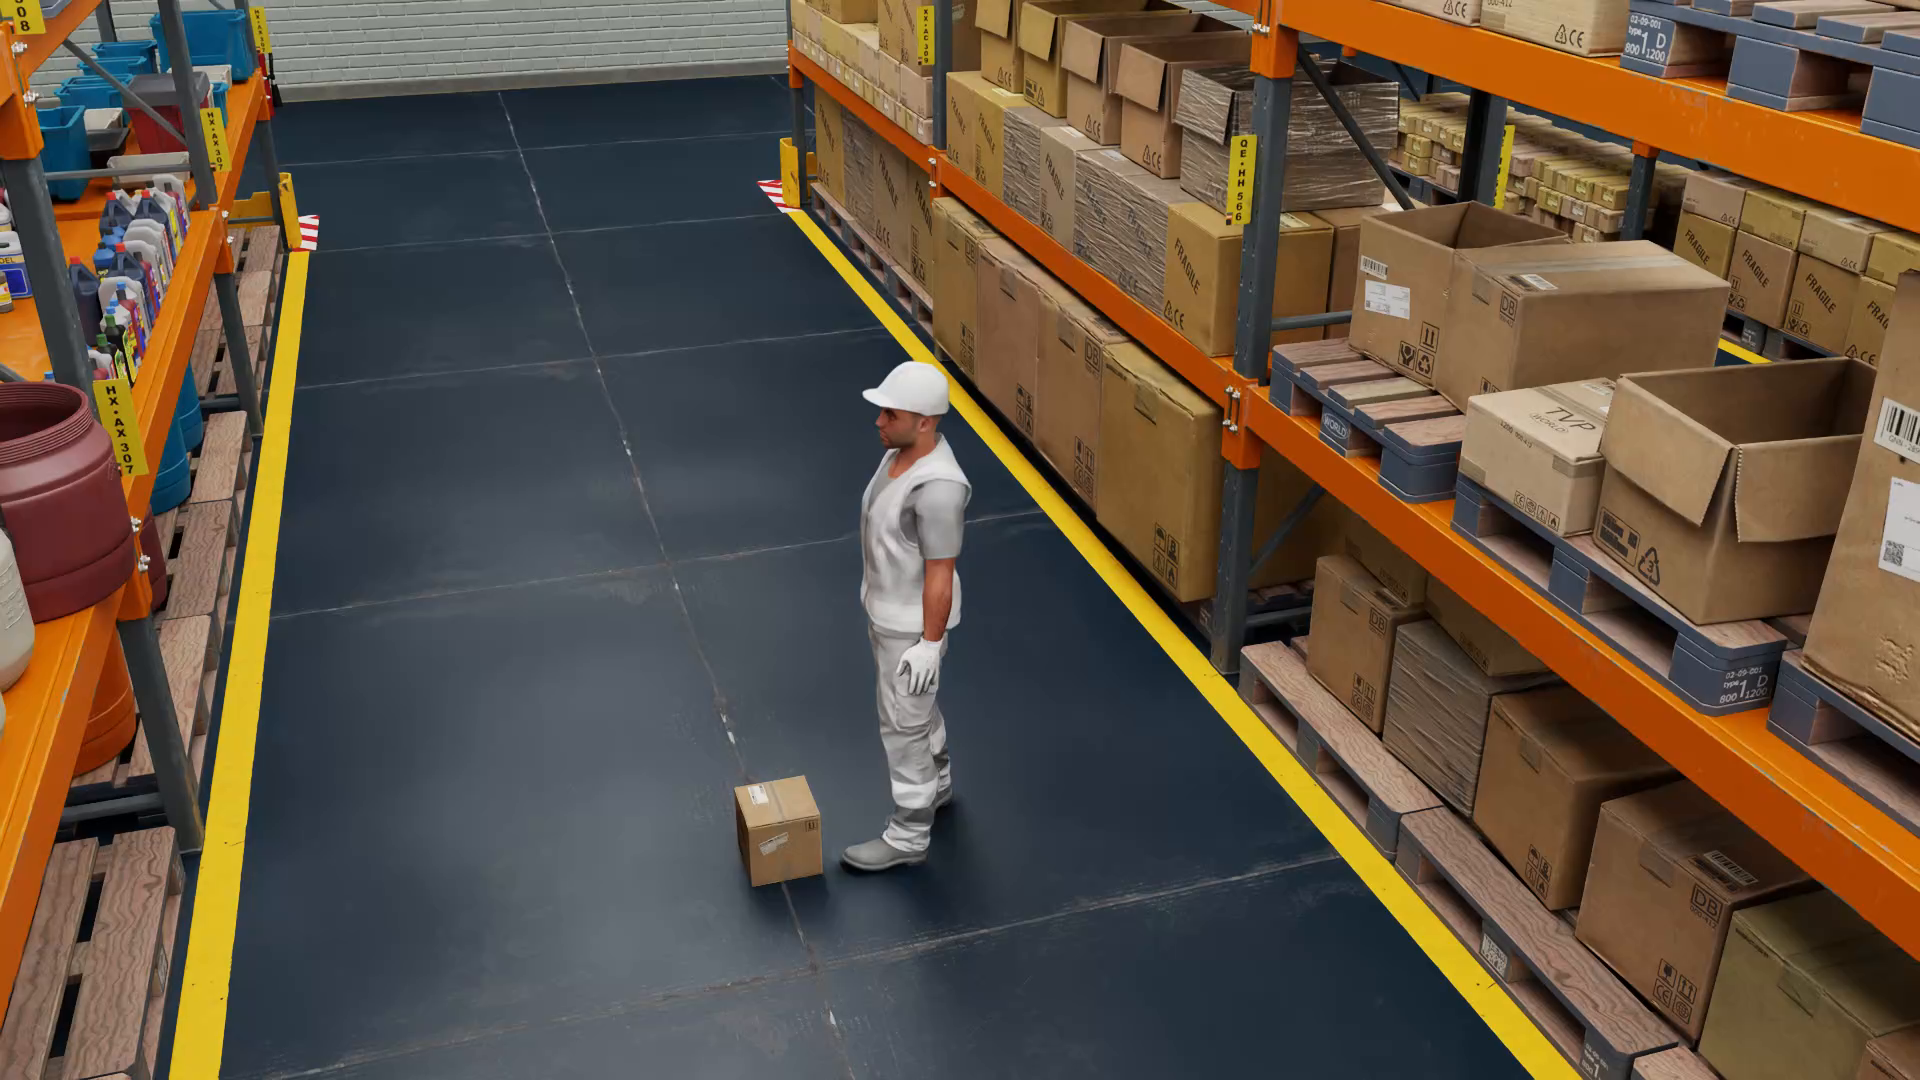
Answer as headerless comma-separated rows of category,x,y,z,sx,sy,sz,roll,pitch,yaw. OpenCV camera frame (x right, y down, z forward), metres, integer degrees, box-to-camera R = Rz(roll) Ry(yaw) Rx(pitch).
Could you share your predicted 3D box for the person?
person,-0.204,0.275,5.544,0.482,1.812,0.541,-7,27,-15
